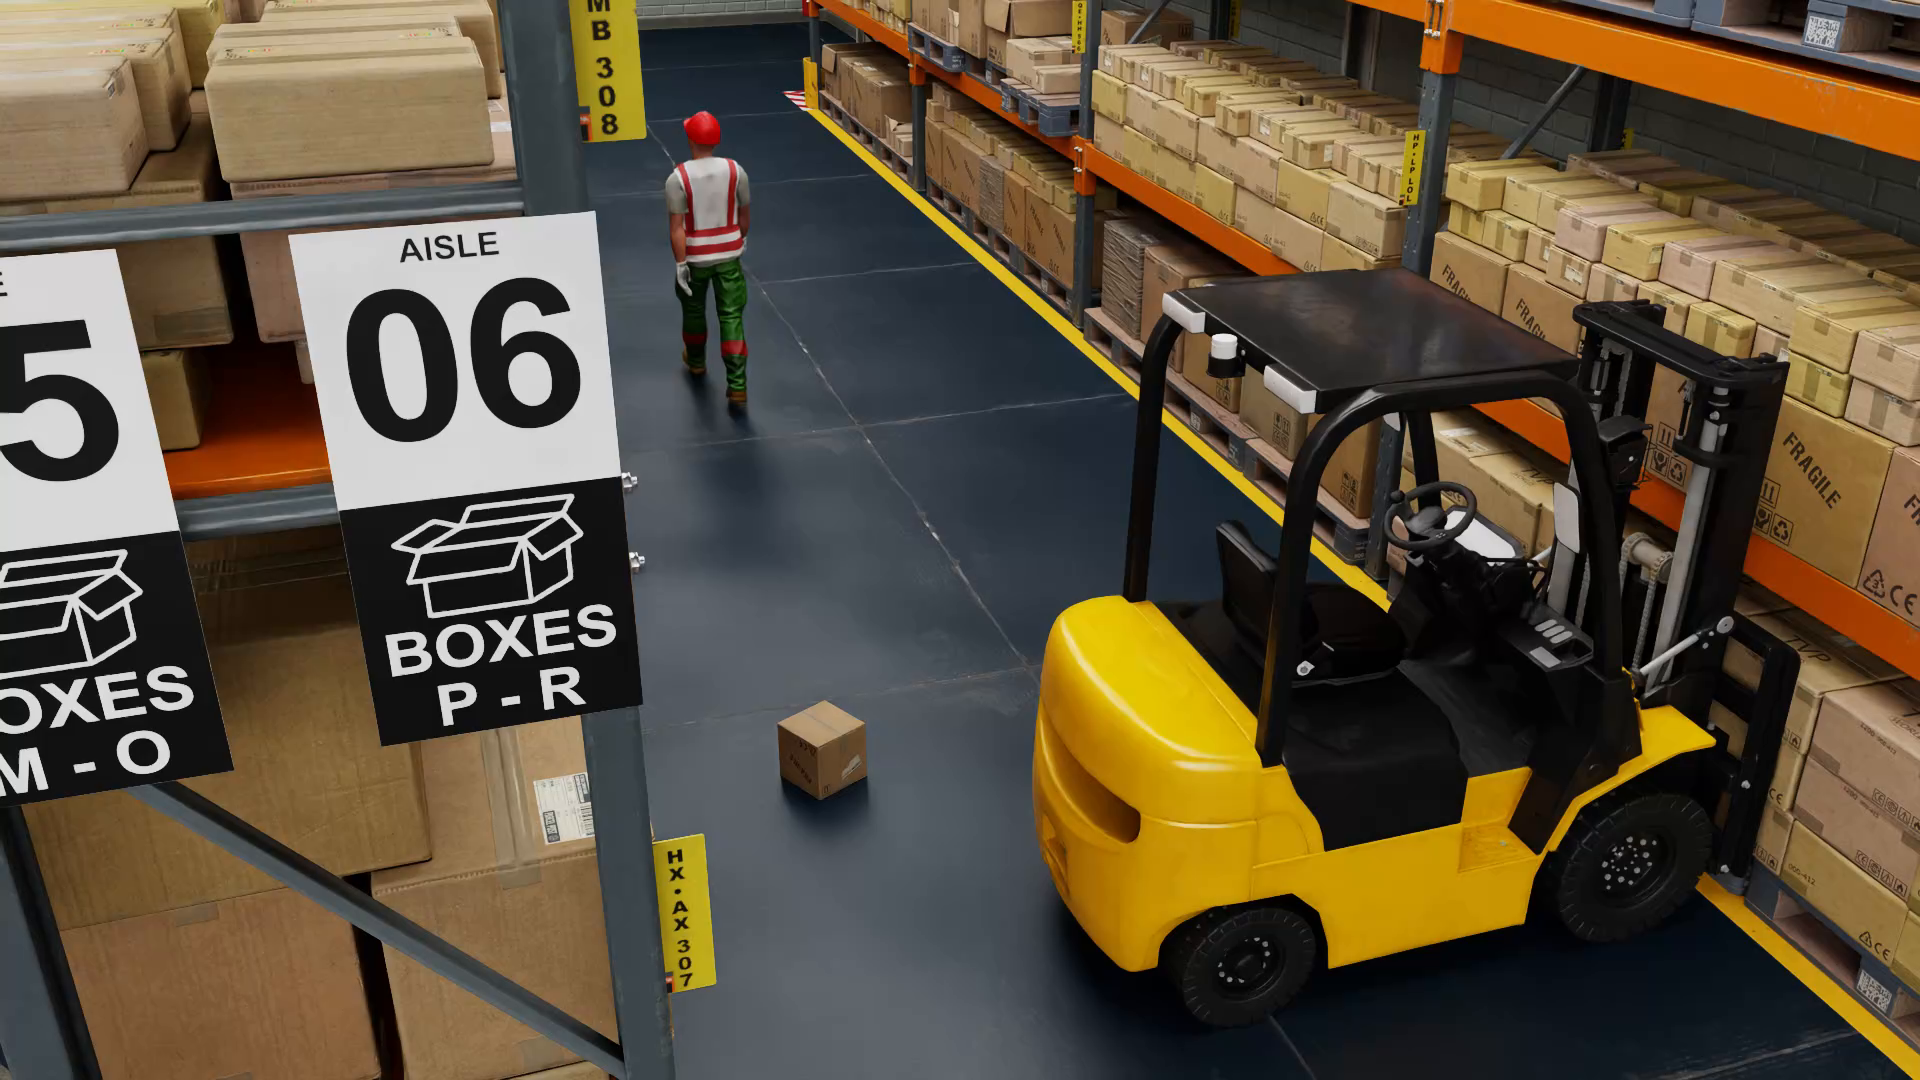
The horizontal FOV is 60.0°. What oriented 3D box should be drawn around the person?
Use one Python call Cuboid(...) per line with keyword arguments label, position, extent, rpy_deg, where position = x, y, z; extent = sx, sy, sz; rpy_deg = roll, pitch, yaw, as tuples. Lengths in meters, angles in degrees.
Cuboid(label="person", position=(-1.533, -1.767, 10.198), extent=(0.527, 1.740, 1.045), rpy_deg=(-7, 27, -14))
